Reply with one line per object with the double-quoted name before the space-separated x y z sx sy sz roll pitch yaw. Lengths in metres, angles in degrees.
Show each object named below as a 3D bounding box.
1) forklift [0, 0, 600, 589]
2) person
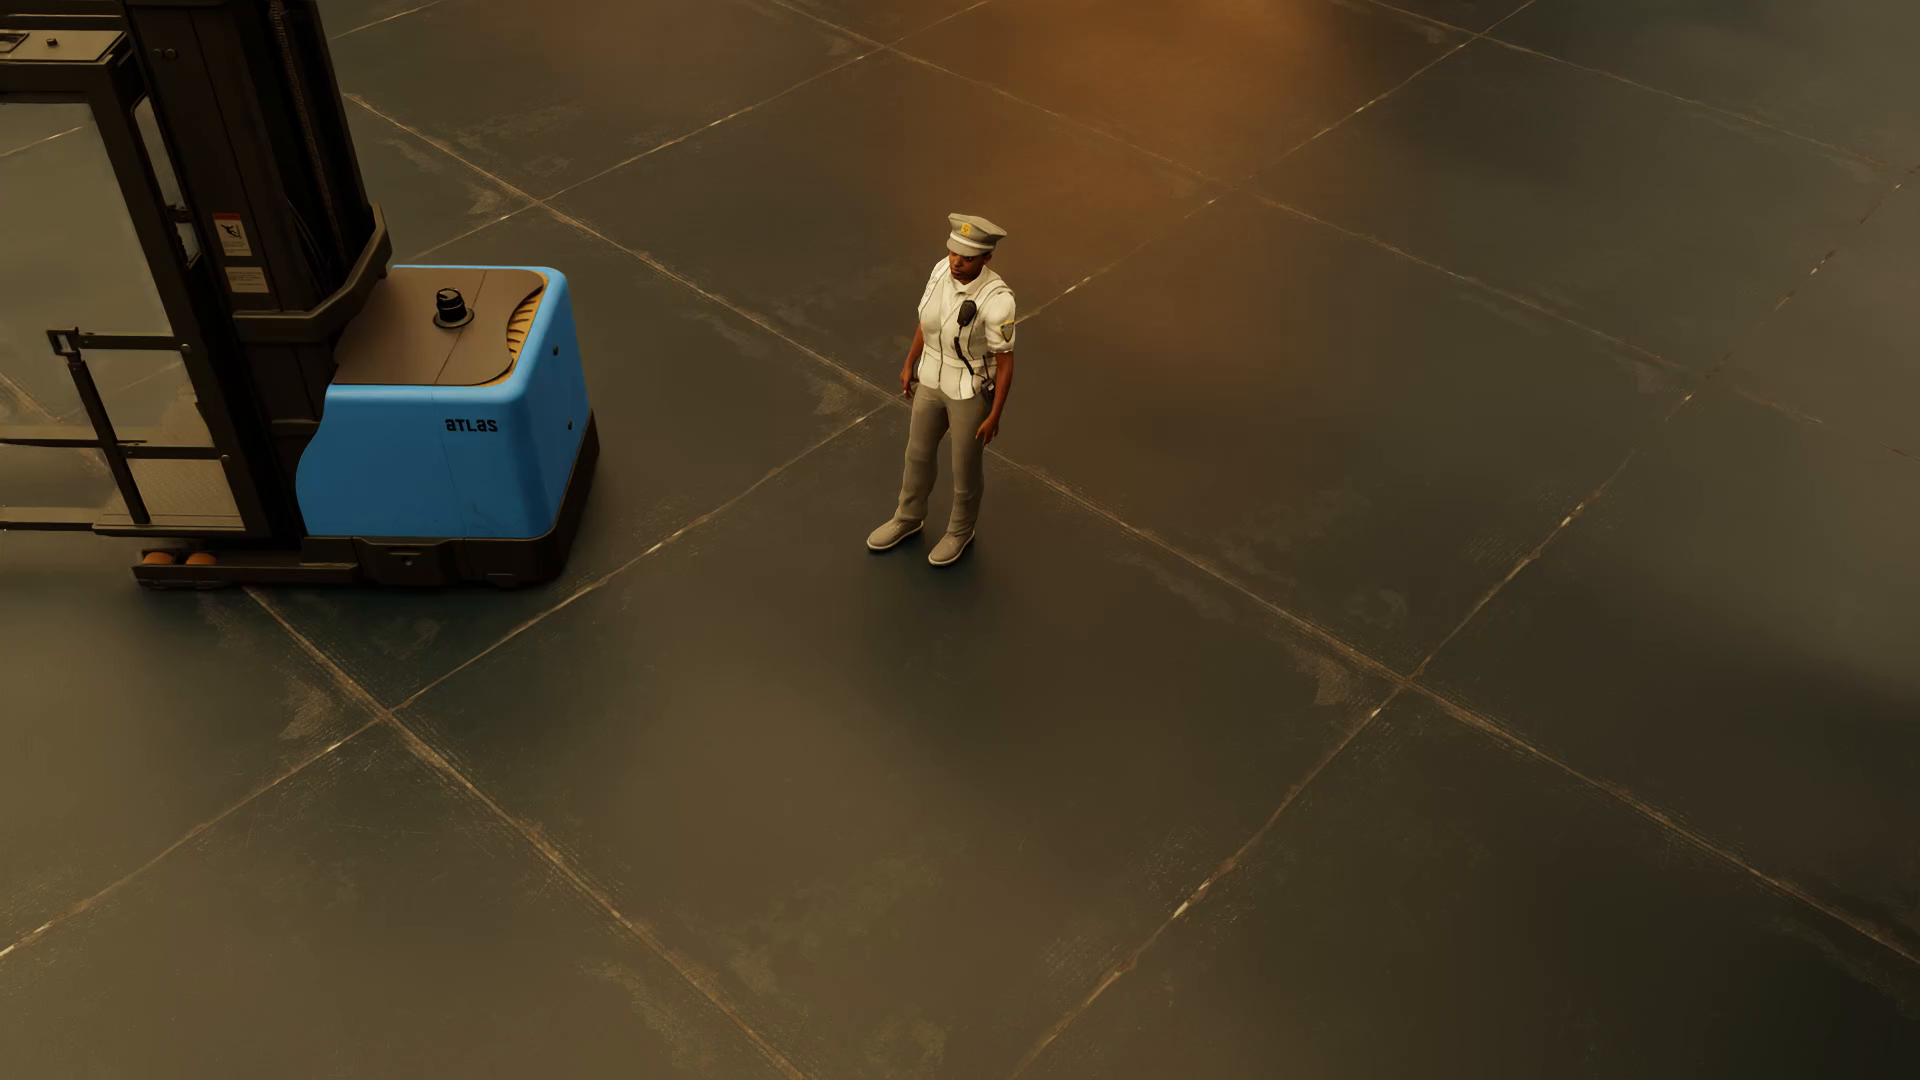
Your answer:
"forklift" -3.273 -1.236 6.869 3.031 2.935 1.130 1 41 1
"person" -0.066 -0.621 7.092 0.569 1.693 0.528 31 49 31
